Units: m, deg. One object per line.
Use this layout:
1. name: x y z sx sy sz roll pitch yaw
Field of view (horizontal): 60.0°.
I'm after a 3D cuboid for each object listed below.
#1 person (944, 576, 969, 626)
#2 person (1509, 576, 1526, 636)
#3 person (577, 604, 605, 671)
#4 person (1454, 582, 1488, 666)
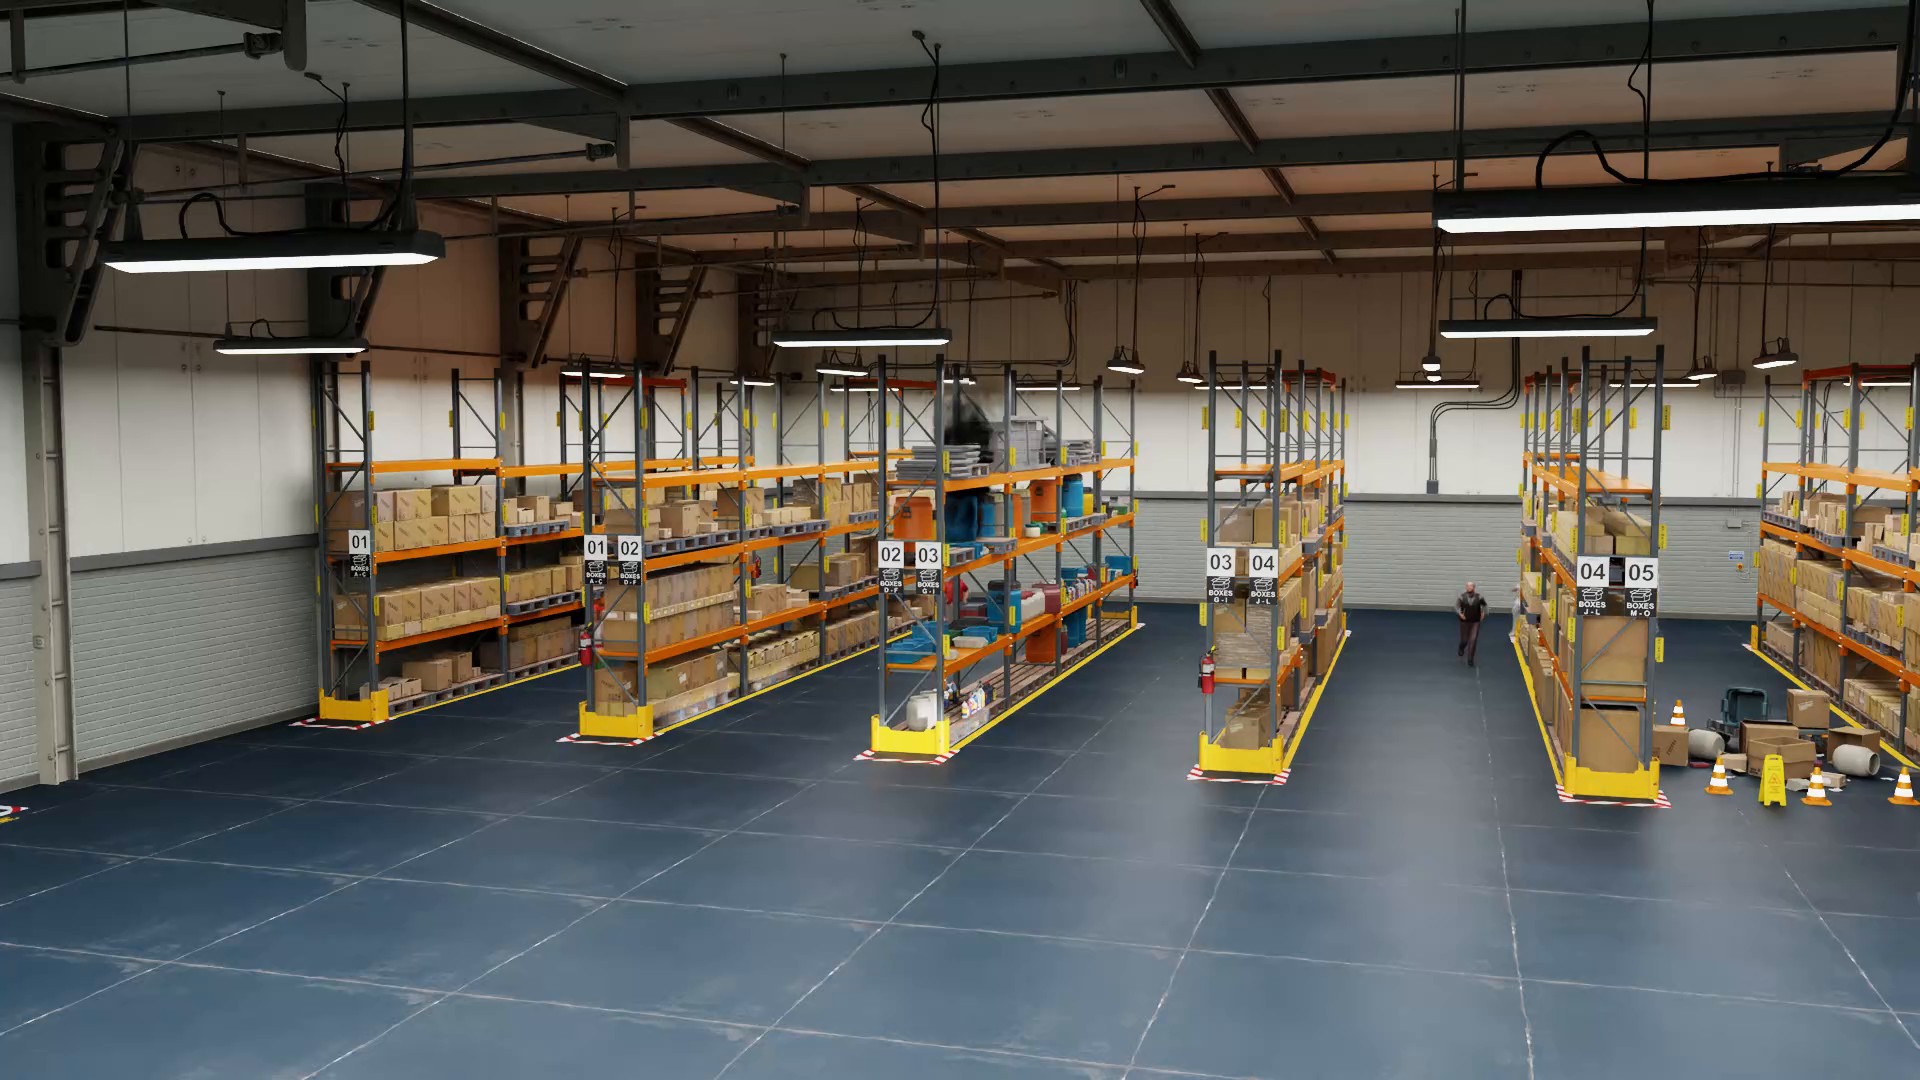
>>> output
1. person: -0.134 1.528 36.570 0.664 1.725 0.954 0 4 1
2. person: 13.217 1.377 38.713 0.750 1.805 0.771 0 4 0
3. person: -6.300 2.031 28.854 0.654 1.834 0.855 1 4 11
4. person: 10.544 1.712 34.342 0.669 1.720 0.821 1 4 15
